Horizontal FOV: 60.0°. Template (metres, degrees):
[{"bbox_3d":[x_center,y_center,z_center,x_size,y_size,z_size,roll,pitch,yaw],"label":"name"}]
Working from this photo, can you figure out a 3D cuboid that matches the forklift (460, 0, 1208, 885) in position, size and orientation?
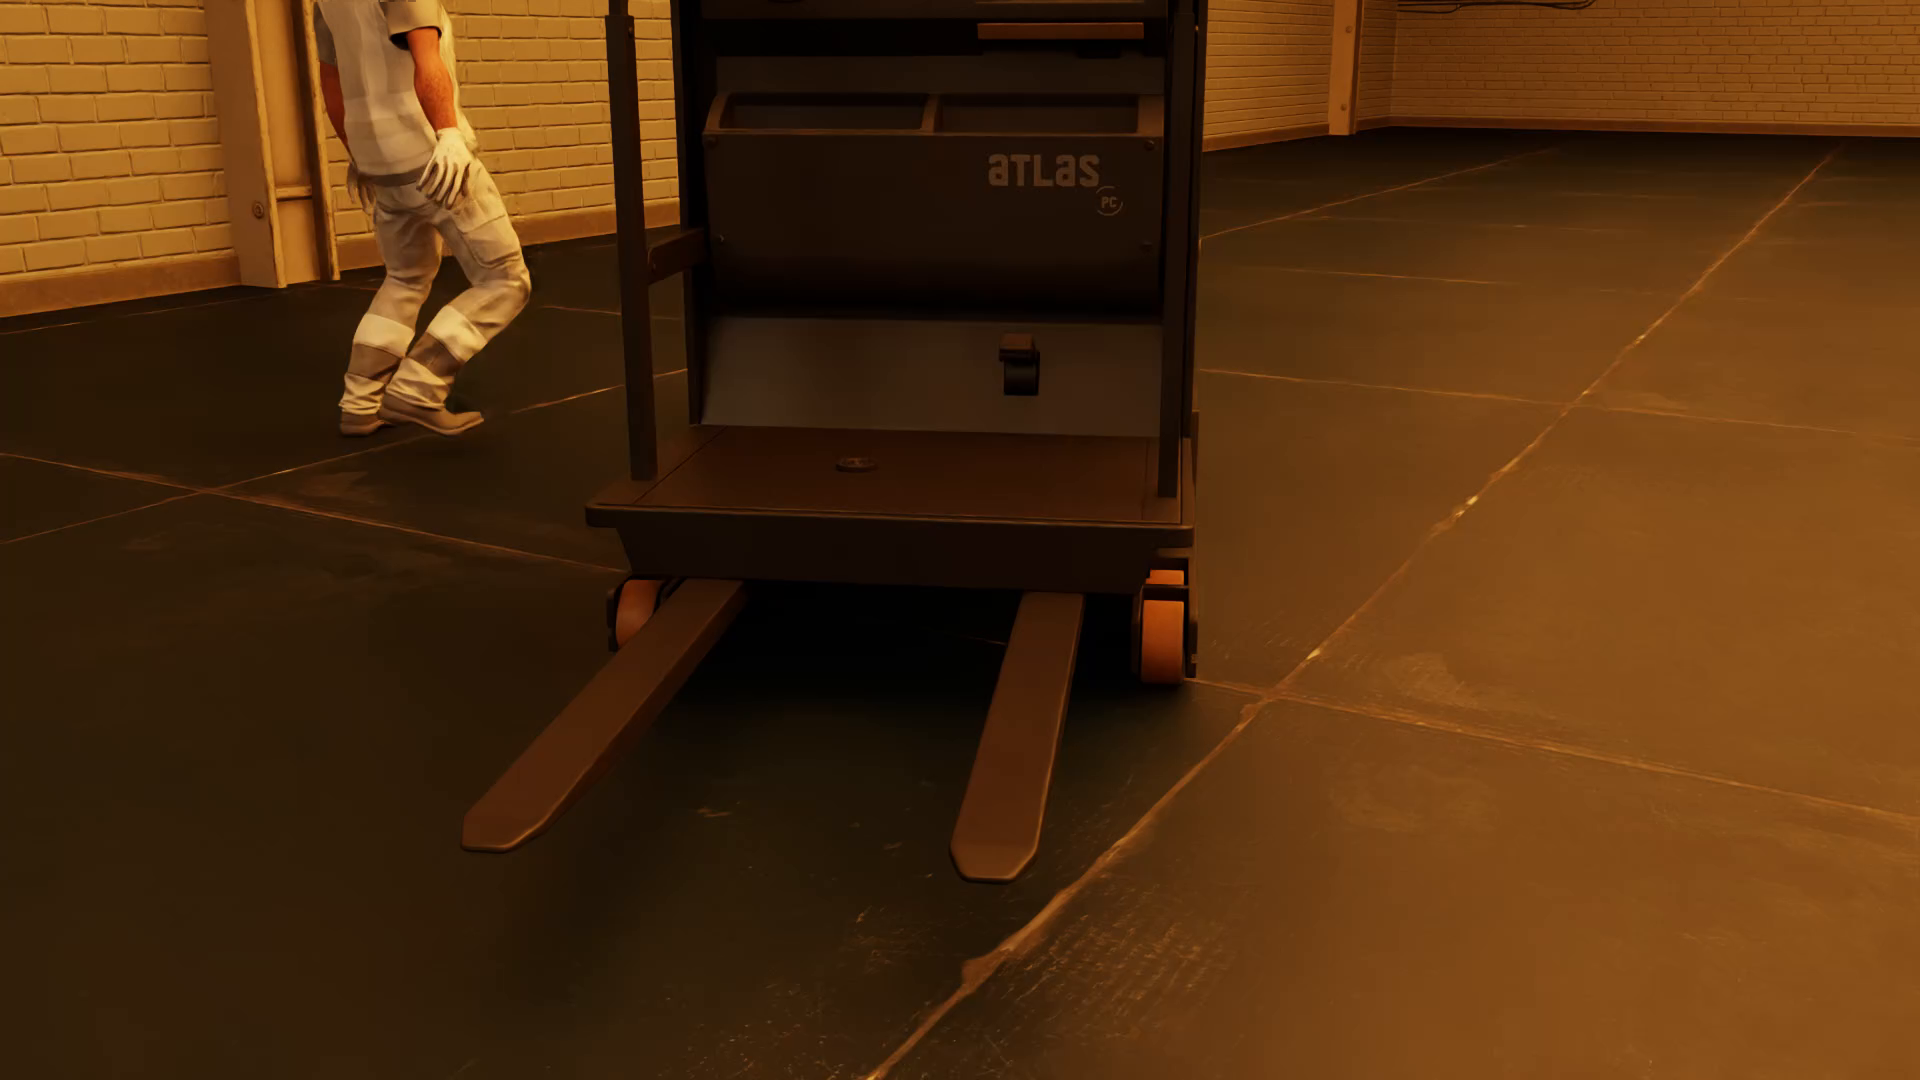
[{"bbox_3d":[-0.078,-1.236,3.048,1.130,2.935,3.031,2,17,7],"label":"forklift"}]

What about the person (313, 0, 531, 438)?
[{"bbox_3d":[-1.603,-1.120,4.854,0.488,1.692,0.923,-14,22,-40],"label":"person"}]
